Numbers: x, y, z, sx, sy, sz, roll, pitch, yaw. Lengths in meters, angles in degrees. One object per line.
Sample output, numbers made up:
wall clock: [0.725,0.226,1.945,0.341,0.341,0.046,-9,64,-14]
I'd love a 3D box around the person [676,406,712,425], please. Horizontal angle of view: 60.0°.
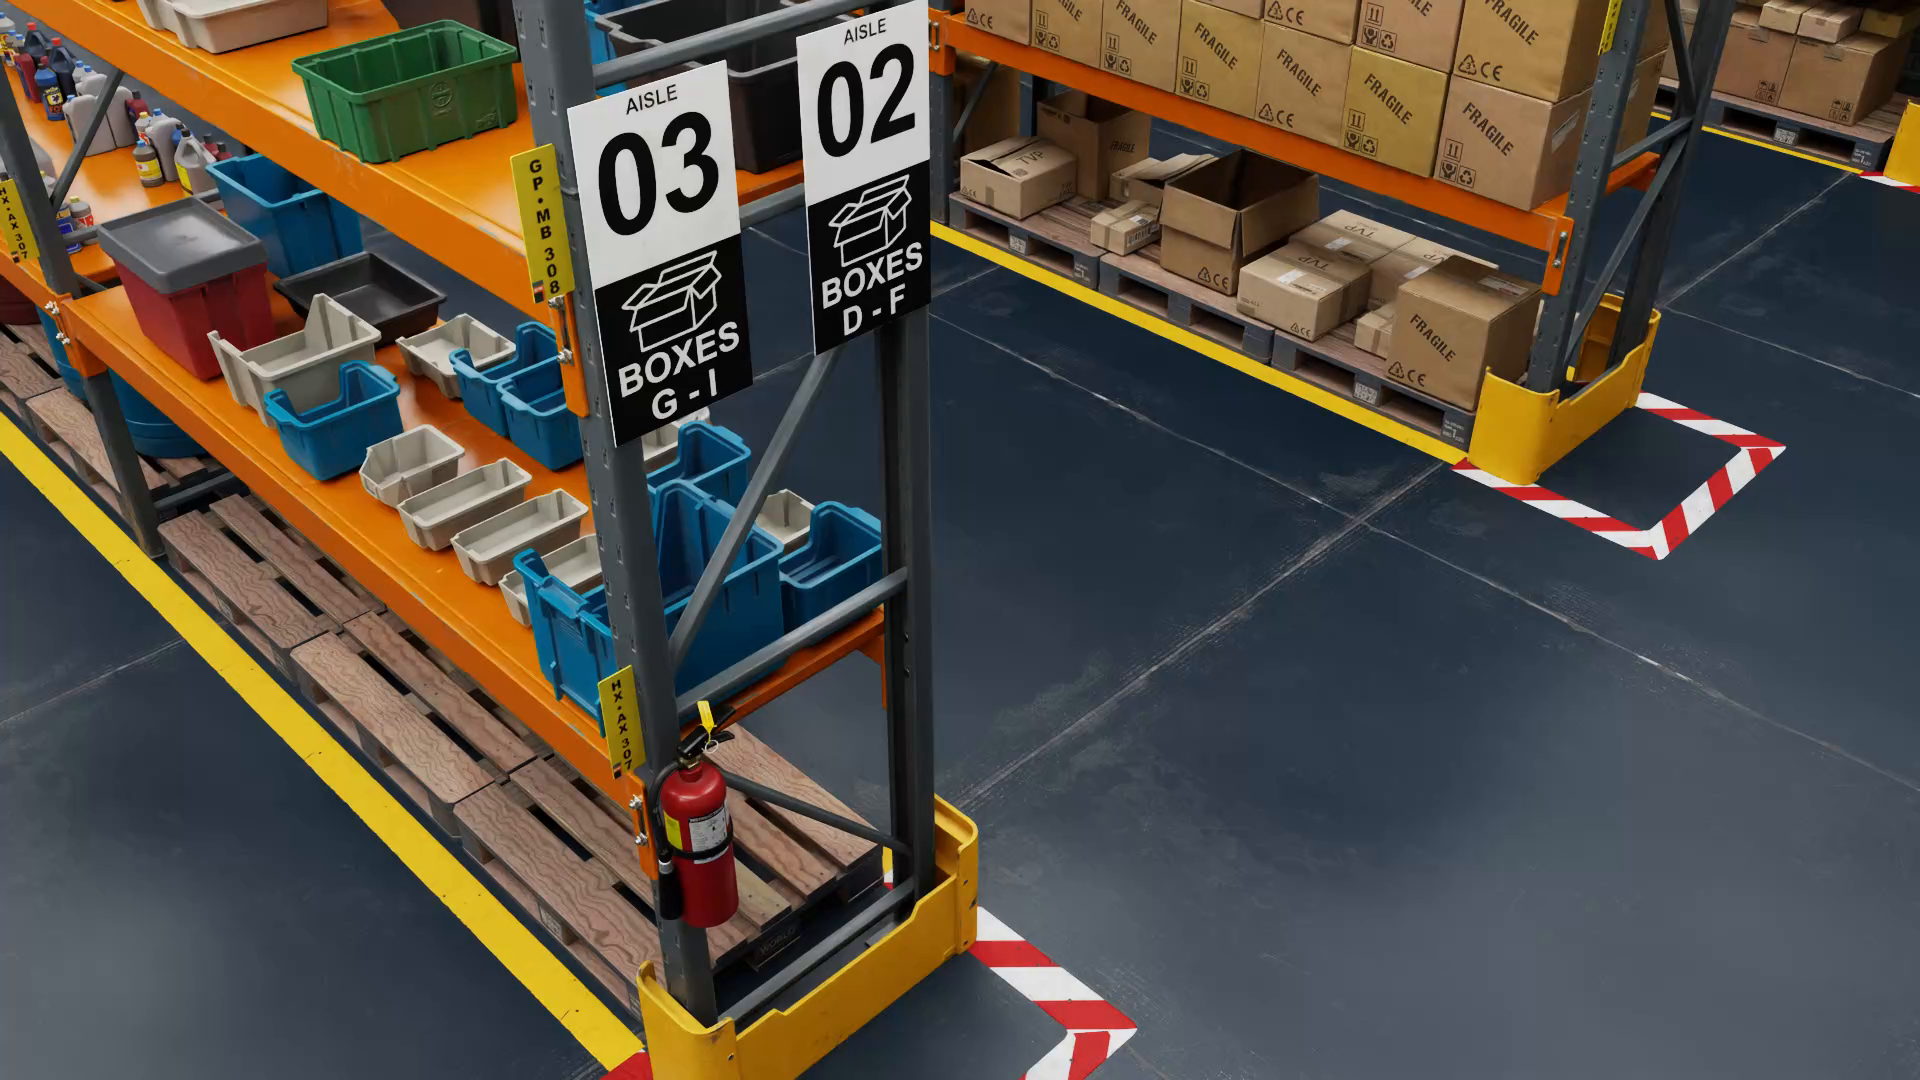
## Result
person: [-1.142,-0.139,6.335,0.470,1.666,0.563,26,43,32]
